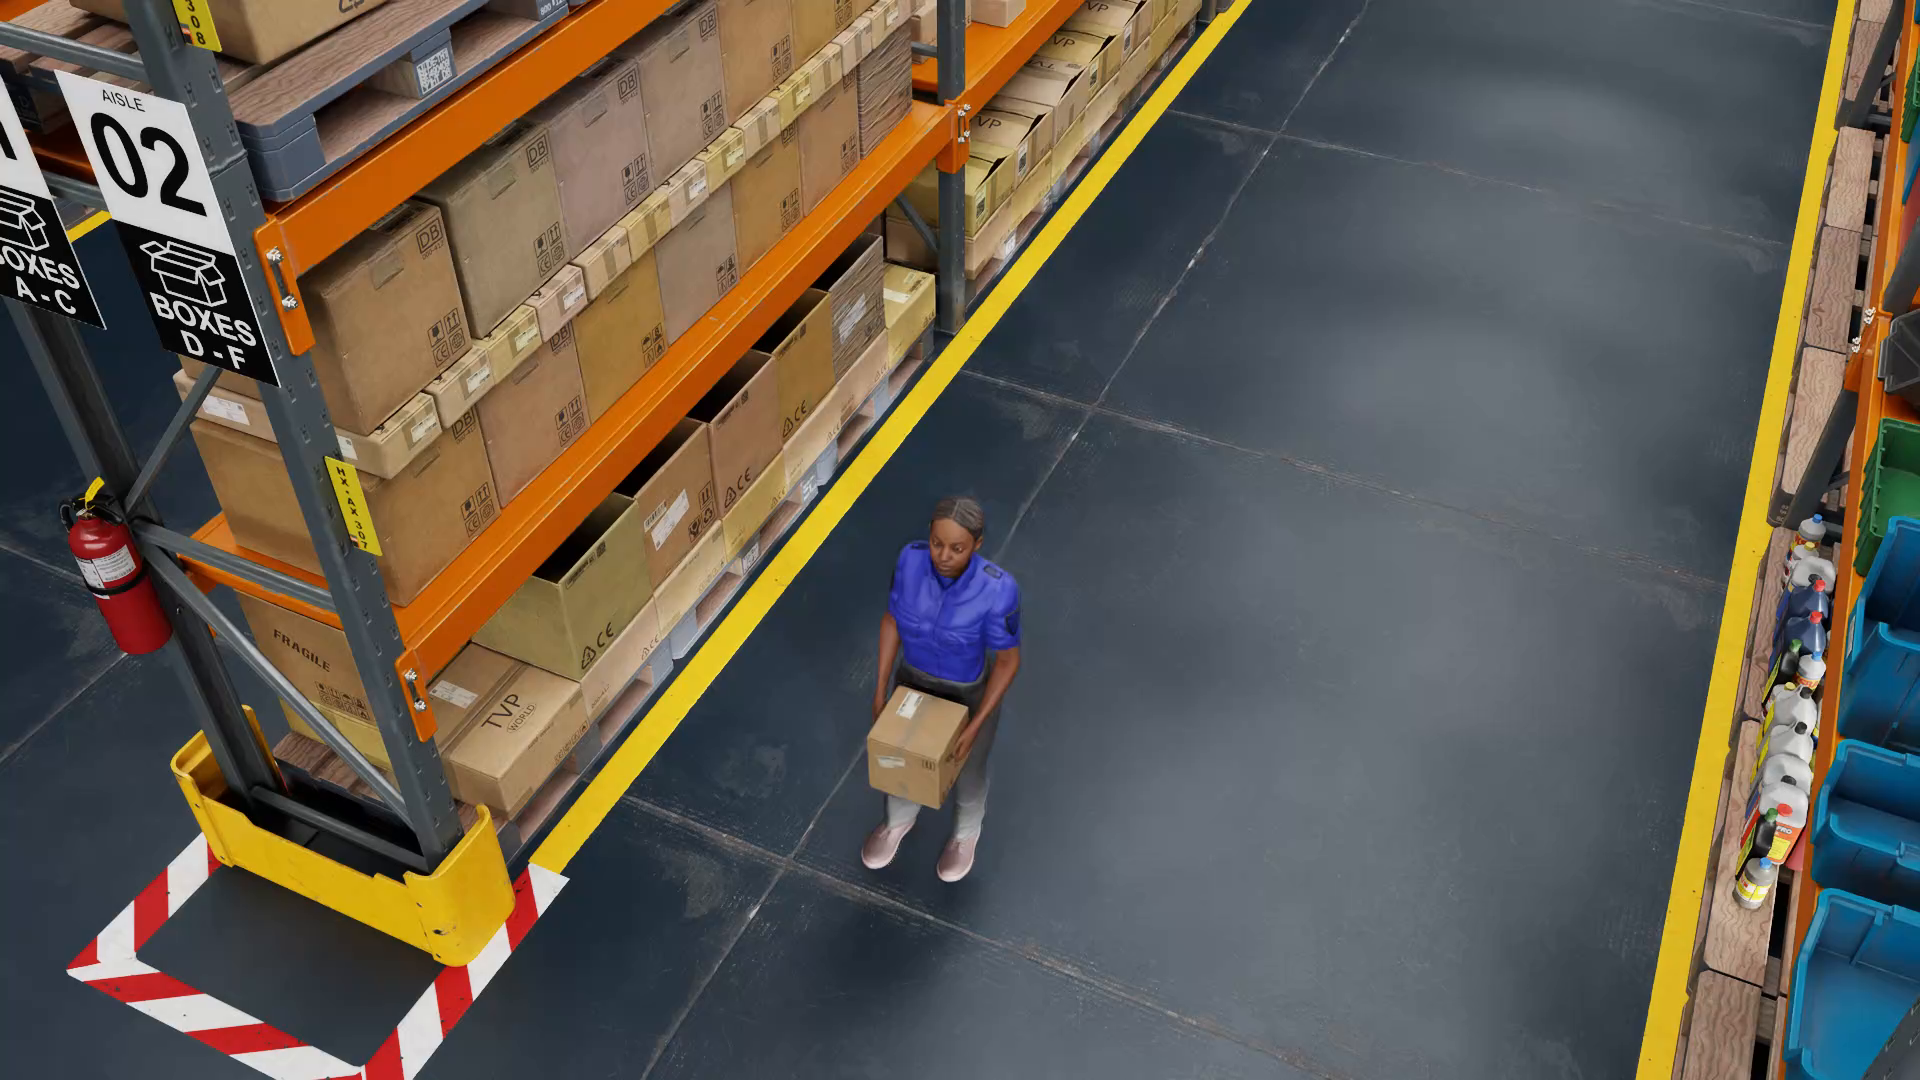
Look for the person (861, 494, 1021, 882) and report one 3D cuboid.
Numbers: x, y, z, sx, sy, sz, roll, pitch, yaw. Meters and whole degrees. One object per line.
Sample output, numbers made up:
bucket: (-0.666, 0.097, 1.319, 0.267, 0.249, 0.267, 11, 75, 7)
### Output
person: (-0.072, 0.542, 5.572, 0.535, 1.655, 0.414, 17, 45, 18)
